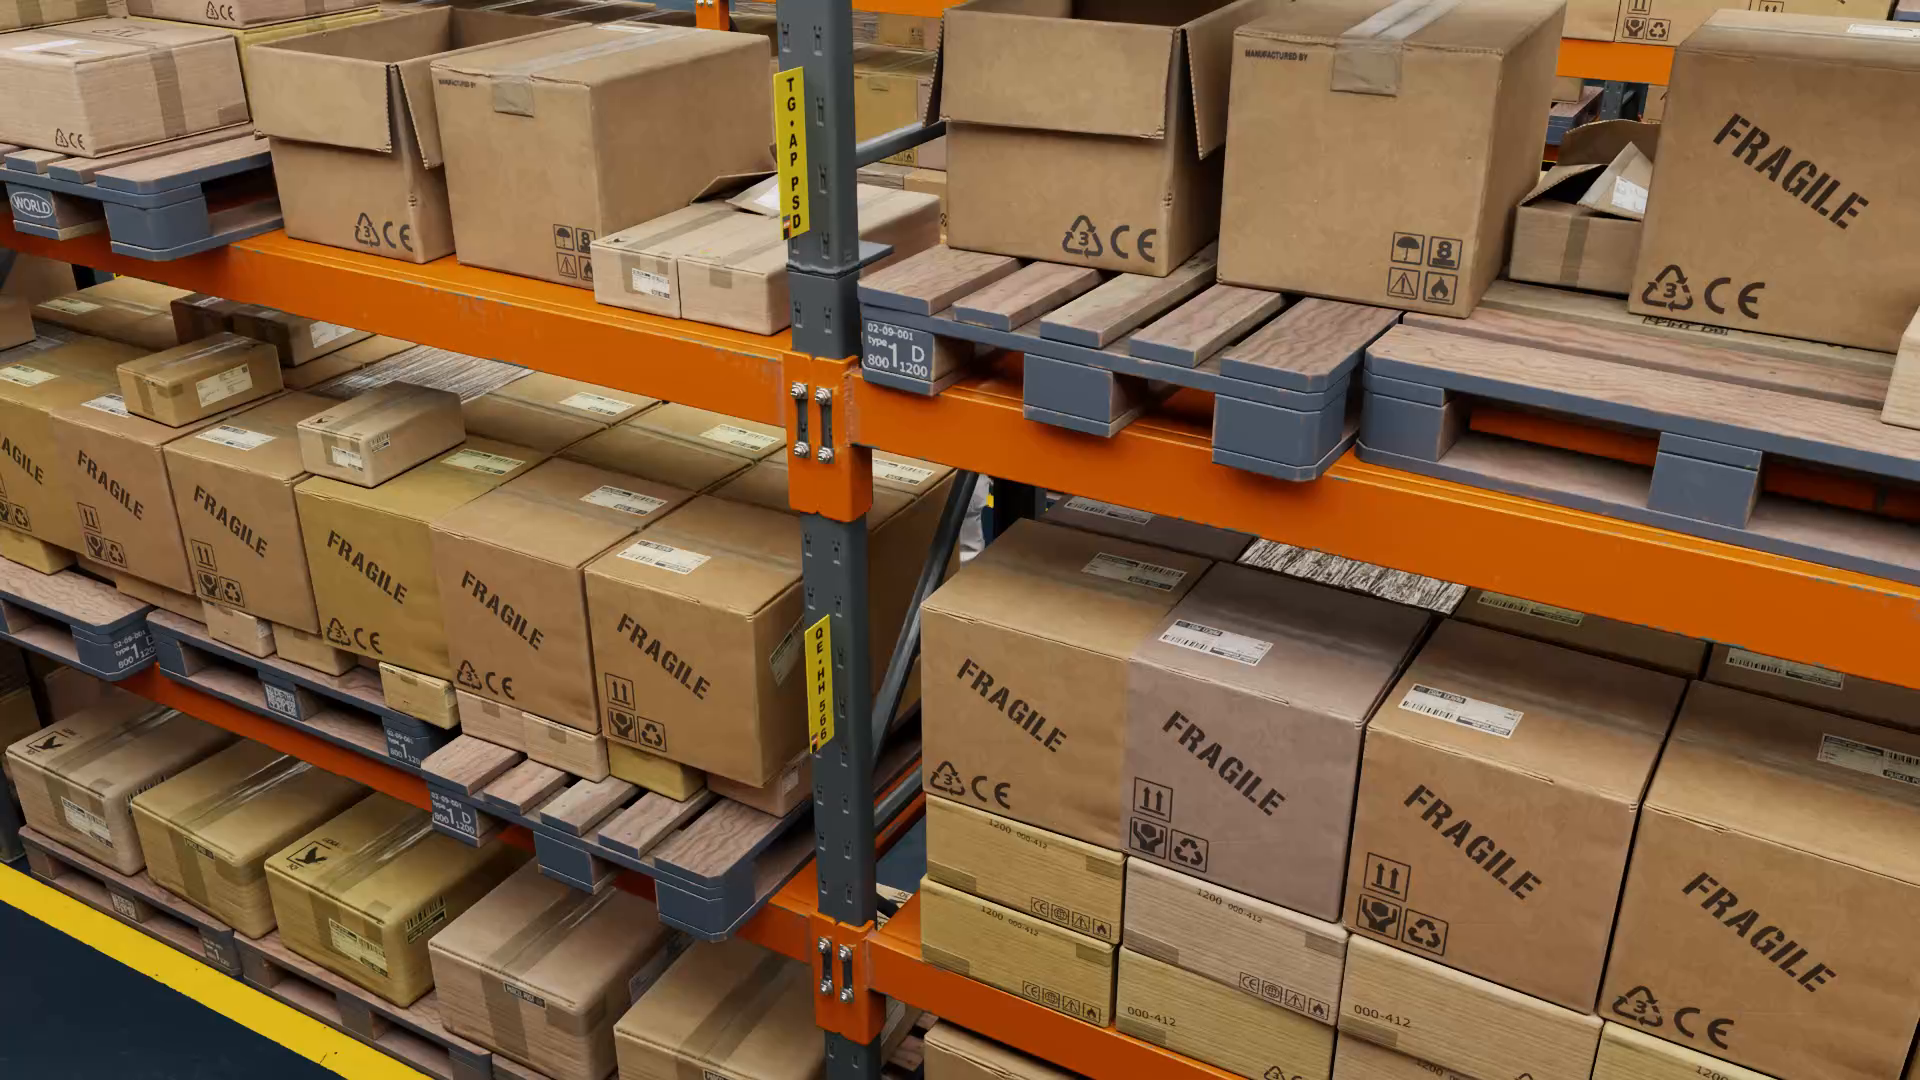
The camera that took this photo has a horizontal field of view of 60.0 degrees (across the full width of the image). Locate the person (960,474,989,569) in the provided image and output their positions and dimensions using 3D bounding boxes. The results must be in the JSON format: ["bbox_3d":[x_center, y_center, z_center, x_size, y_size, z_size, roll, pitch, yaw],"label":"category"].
[{"bbox_3d":[-0.093,-0.486,8.018,0.584,1.800,0.437,23,35,39],"label":"person"}]
